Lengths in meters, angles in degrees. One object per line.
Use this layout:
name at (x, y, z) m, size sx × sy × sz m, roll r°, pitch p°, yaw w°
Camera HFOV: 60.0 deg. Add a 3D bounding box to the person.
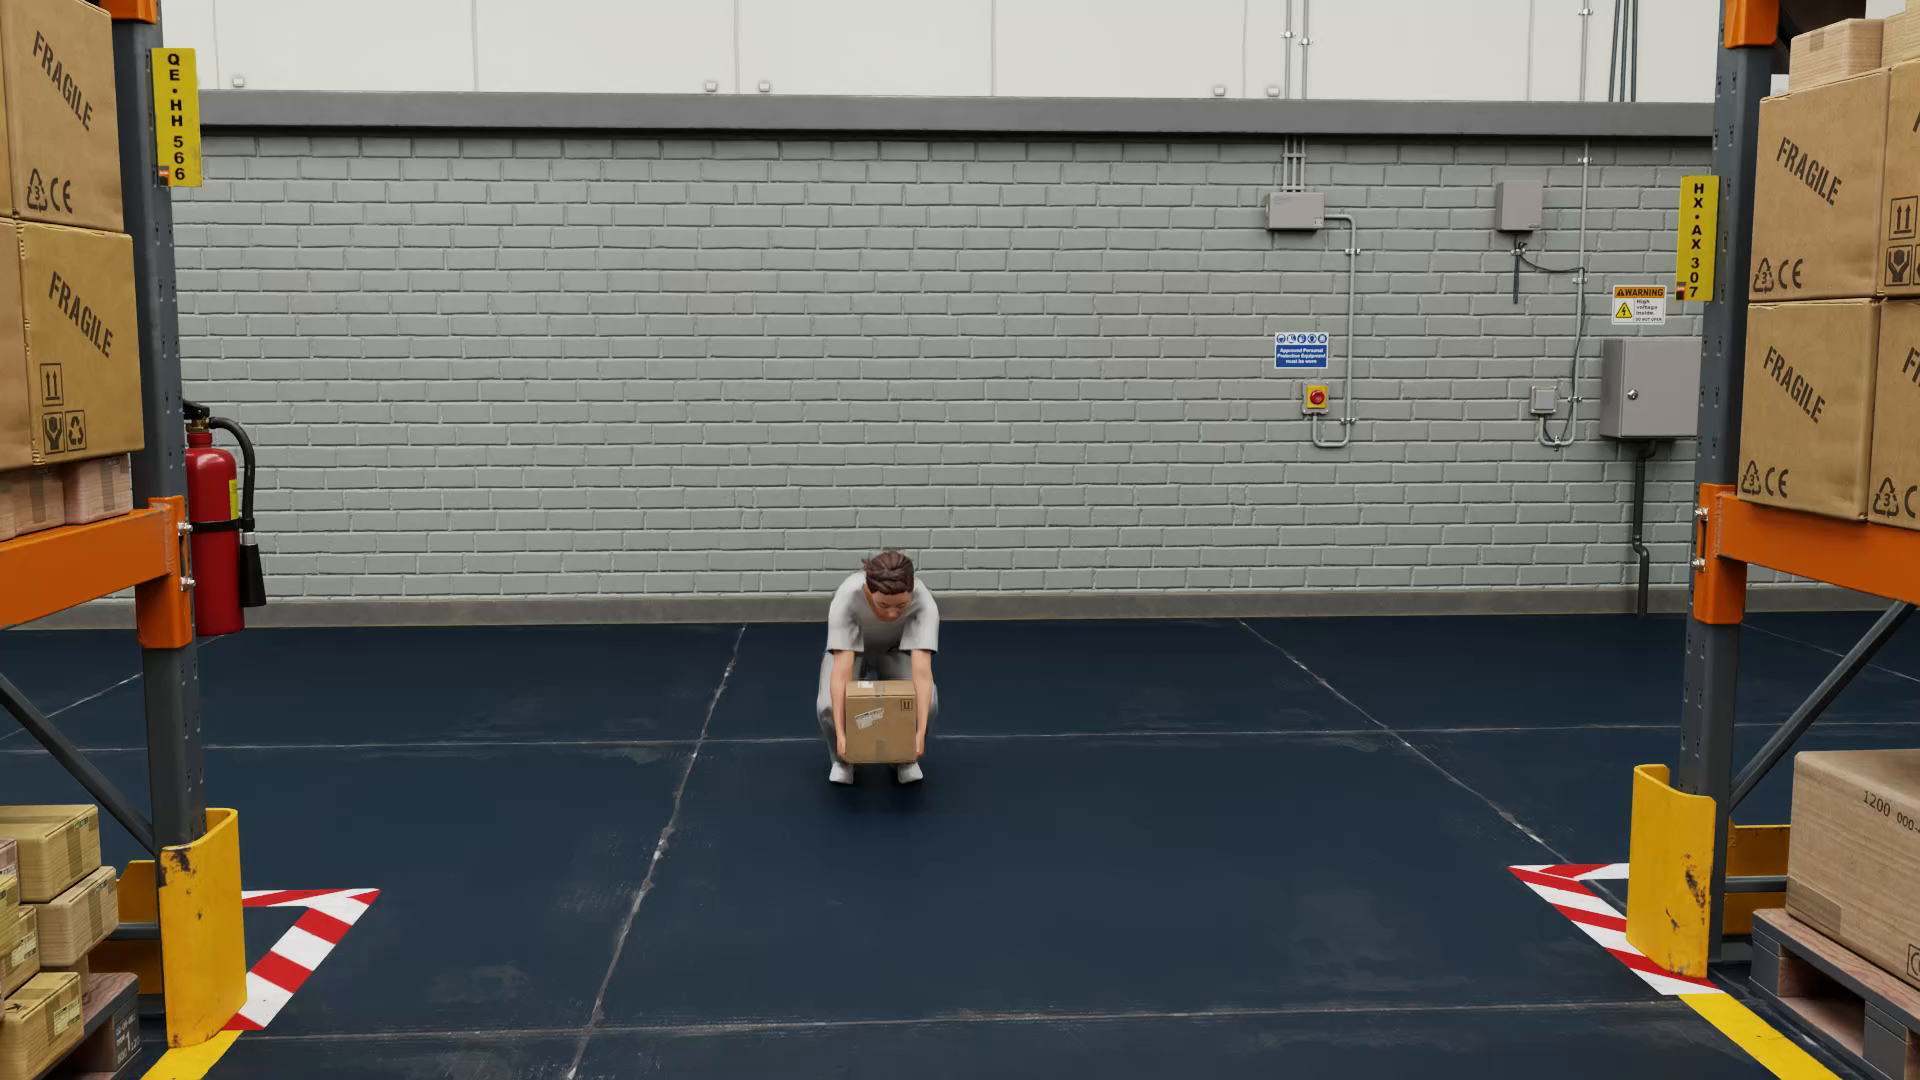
person at (-0.317, 0.478, 6.355) m, size 0.462 × 0.952 × 0.810 m, roll -1°, pitch 7°, yaw -5°
